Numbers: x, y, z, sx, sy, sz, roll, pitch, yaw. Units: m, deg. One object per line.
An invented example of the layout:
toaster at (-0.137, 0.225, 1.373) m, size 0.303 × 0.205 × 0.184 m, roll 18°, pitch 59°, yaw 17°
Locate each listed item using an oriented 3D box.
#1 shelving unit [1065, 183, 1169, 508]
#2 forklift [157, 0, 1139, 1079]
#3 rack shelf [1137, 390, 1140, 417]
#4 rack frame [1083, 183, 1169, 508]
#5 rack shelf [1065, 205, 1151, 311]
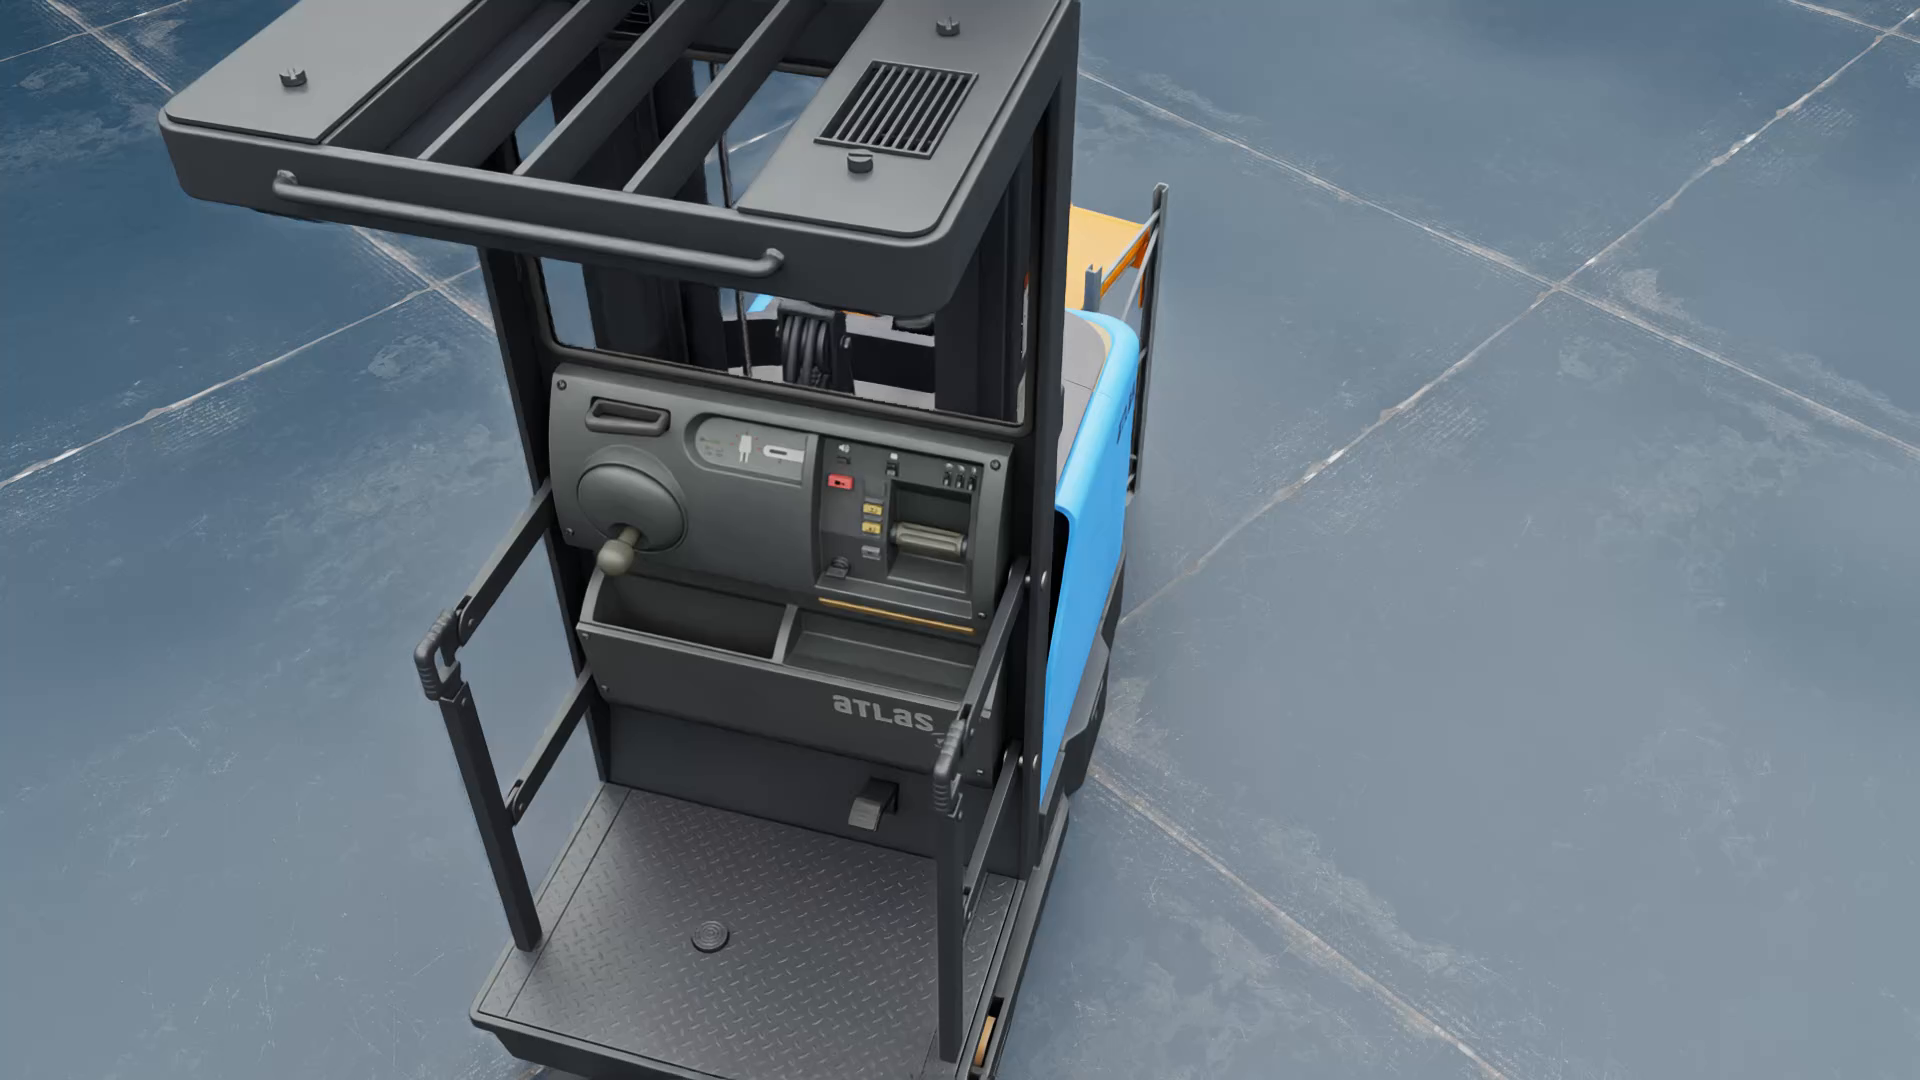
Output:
shelving unit at (0.008, -0.600, 5.070) m, size 1.048 × 1.125 × 0.538 m, roll 20°, pitch 46°, yaw 20°
forklift at (-0.421, 0.010, 3.079) m, size 1.130 × 2.935 × 3.031 m, roll 11°, pitch 44°, yaw 12°
rack shelf at (0.008, -0.420, 5.236) m, size 1.000 × 0.278 × 0.538 m, roll 20°, pitch 46°, yaw 20°
rack frame at (0.458, -0.439, 4.896) m, size 0.032 × 1.125 × 0.500 m, roll 20°, pitch 46°, yaw 20°
rack shelf at (0.008, -0.815, 4.872) m, size 1.000 × 0.278 × 0.538 m, roll 20°, pitch 46°, yaw 20°
